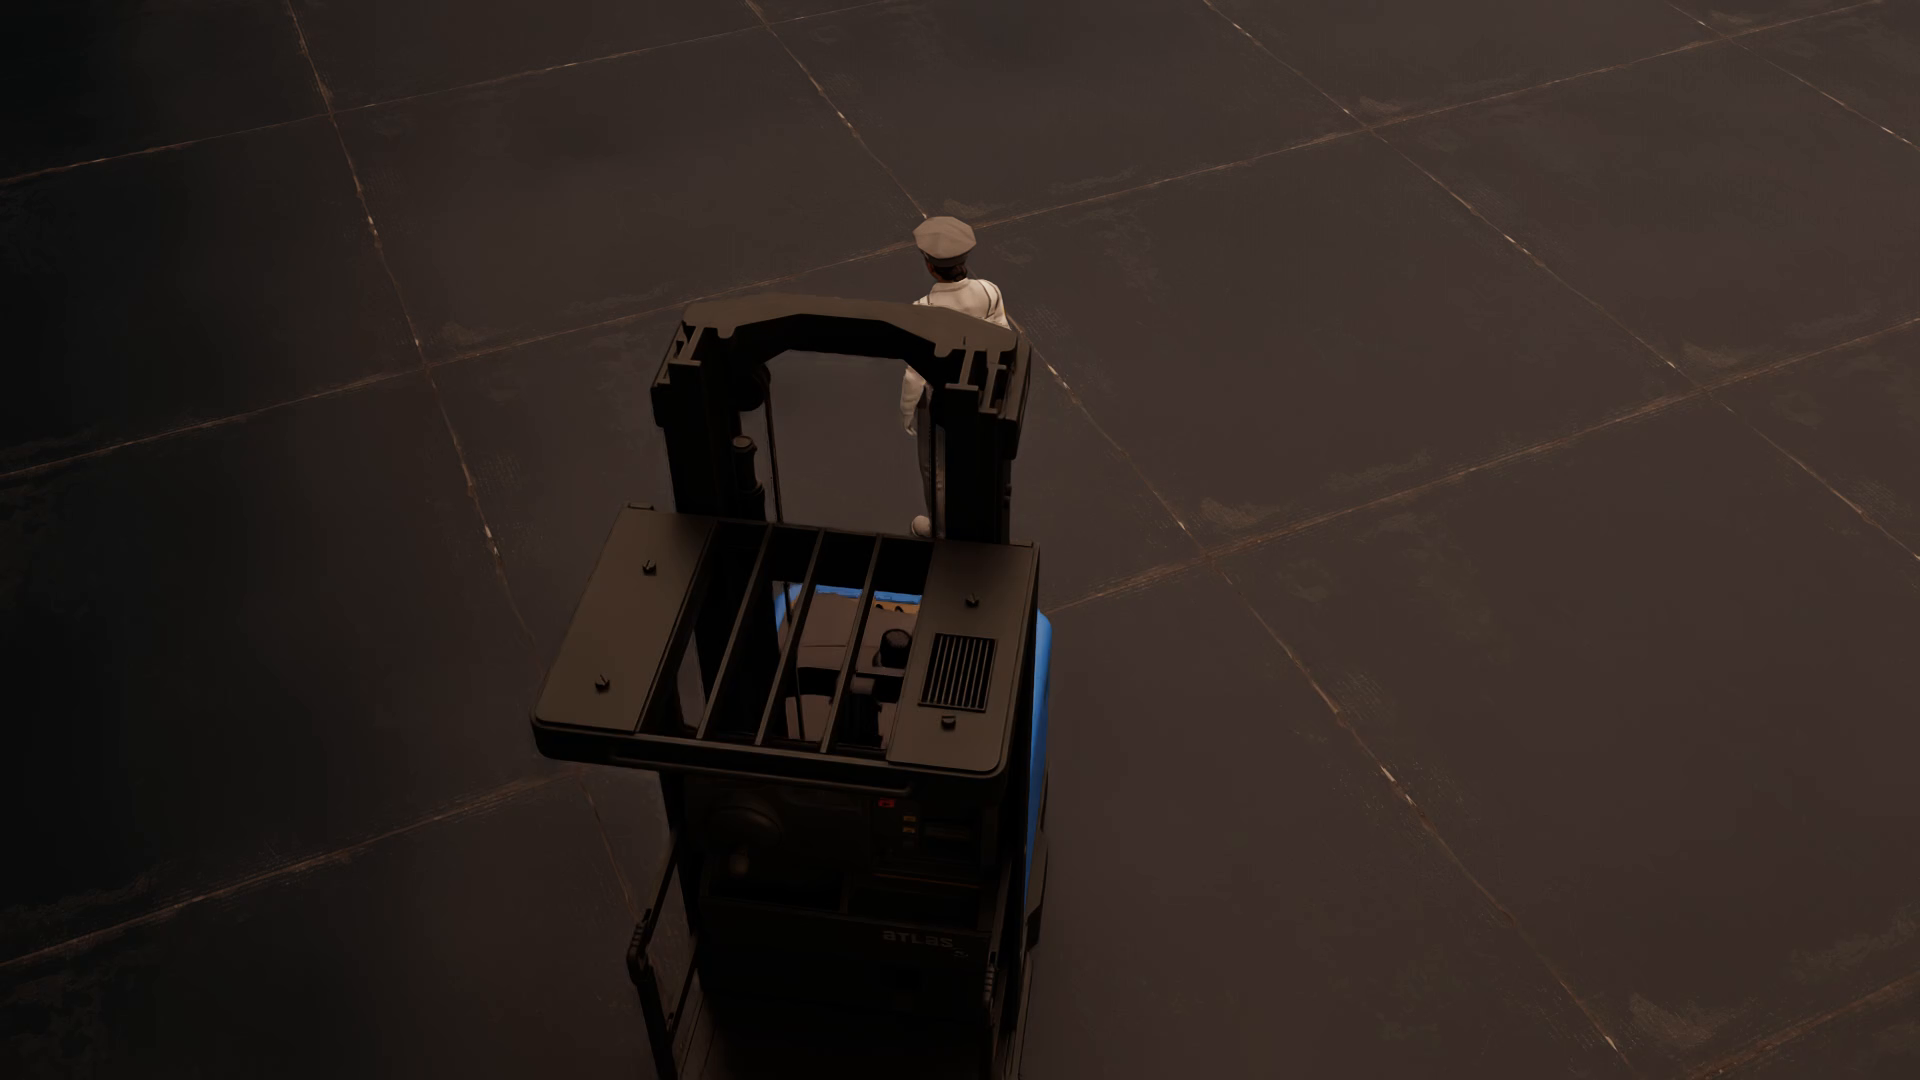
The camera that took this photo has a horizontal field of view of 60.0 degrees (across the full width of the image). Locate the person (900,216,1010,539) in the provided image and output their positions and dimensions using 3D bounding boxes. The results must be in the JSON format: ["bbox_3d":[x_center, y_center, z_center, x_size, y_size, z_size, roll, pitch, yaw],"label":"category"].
[{"bbox_3d":[-0.022,-0.622,7.278,0.529,1.663,0.372,-19,46,-19],"label":"person"}]

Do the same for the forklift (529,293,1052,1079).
[{"bbox_3d":[-0.377,0.910,4.705,1.130,2.935,3.031,6,43,6],"label":"forklift"}]
